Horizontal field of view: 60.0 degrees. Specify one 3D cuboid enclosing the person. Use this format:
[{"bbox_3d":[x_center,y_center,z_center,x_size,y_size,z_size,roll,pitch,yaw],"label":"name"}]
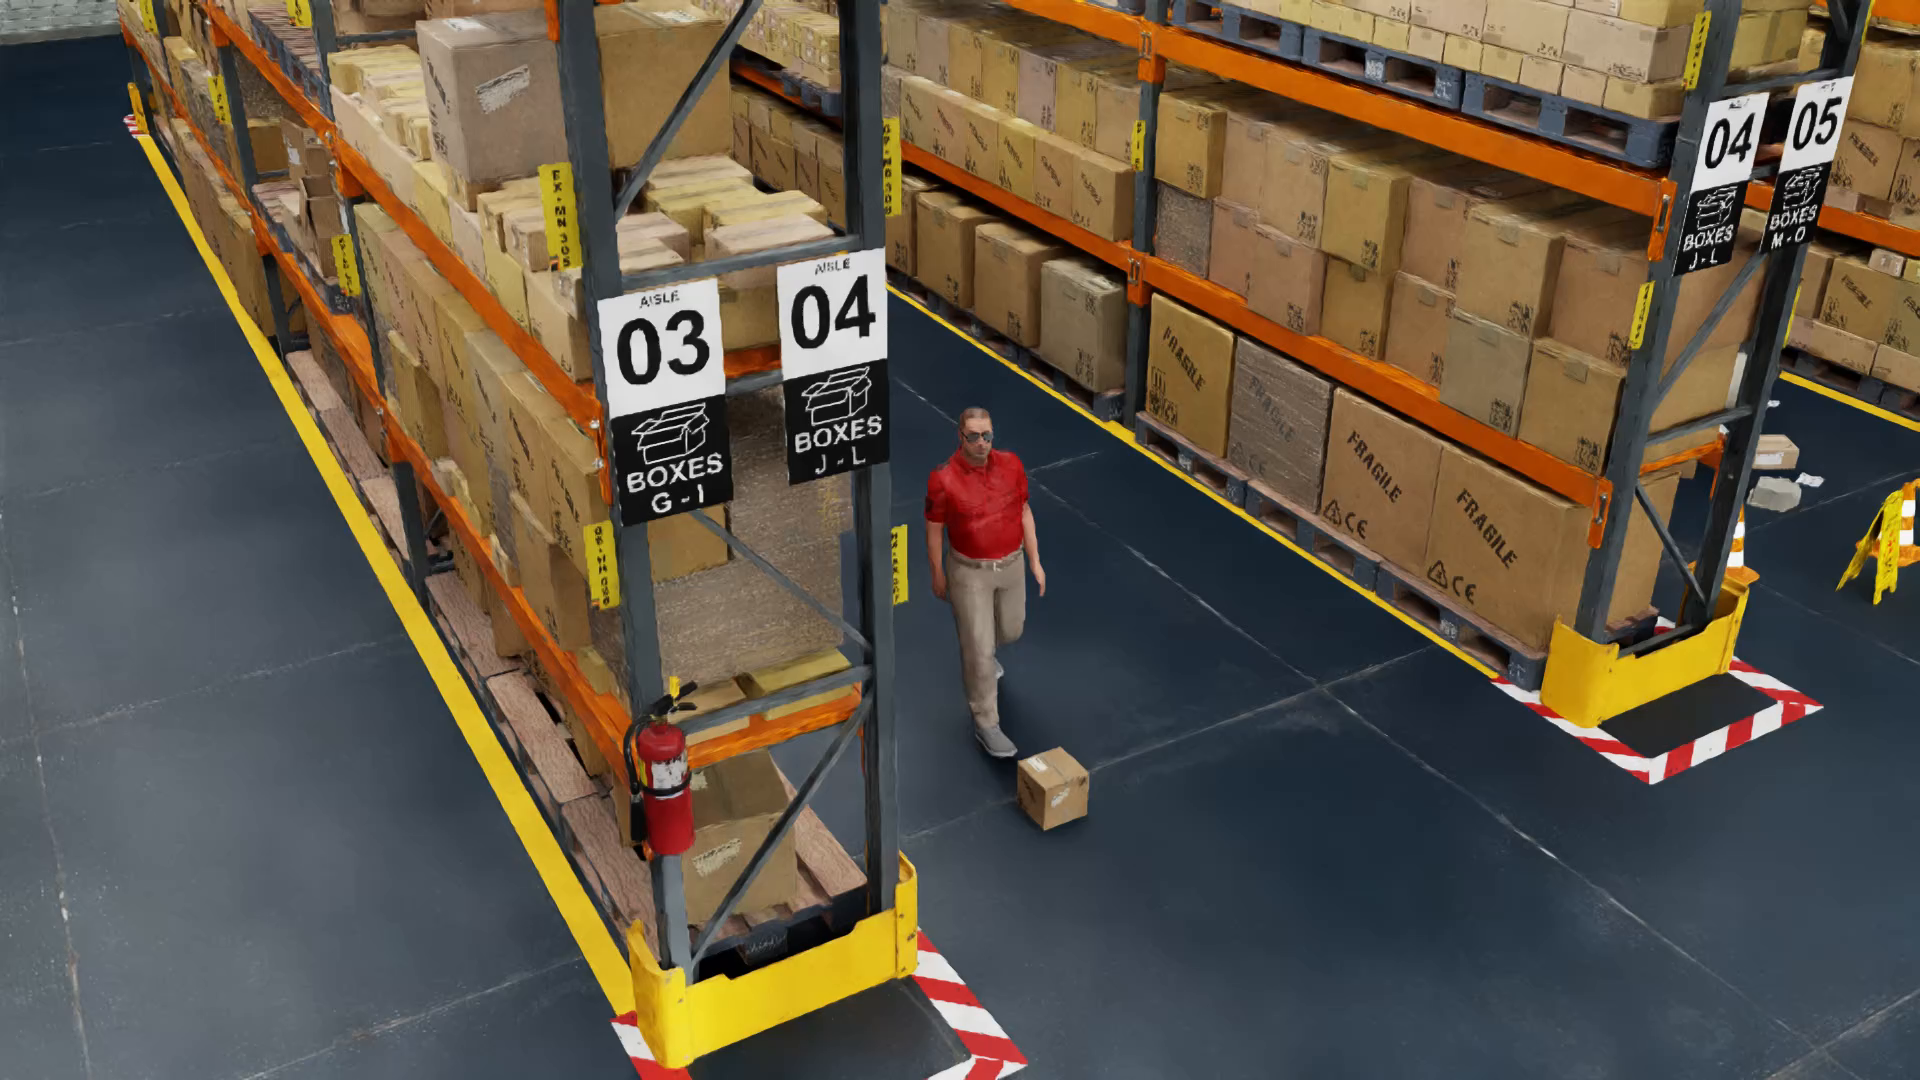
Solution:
[{"bbox_3d":[0.150,0.162,8.289,0.534,1.690,0.898,-15,32,-26],"label":"person"}]
